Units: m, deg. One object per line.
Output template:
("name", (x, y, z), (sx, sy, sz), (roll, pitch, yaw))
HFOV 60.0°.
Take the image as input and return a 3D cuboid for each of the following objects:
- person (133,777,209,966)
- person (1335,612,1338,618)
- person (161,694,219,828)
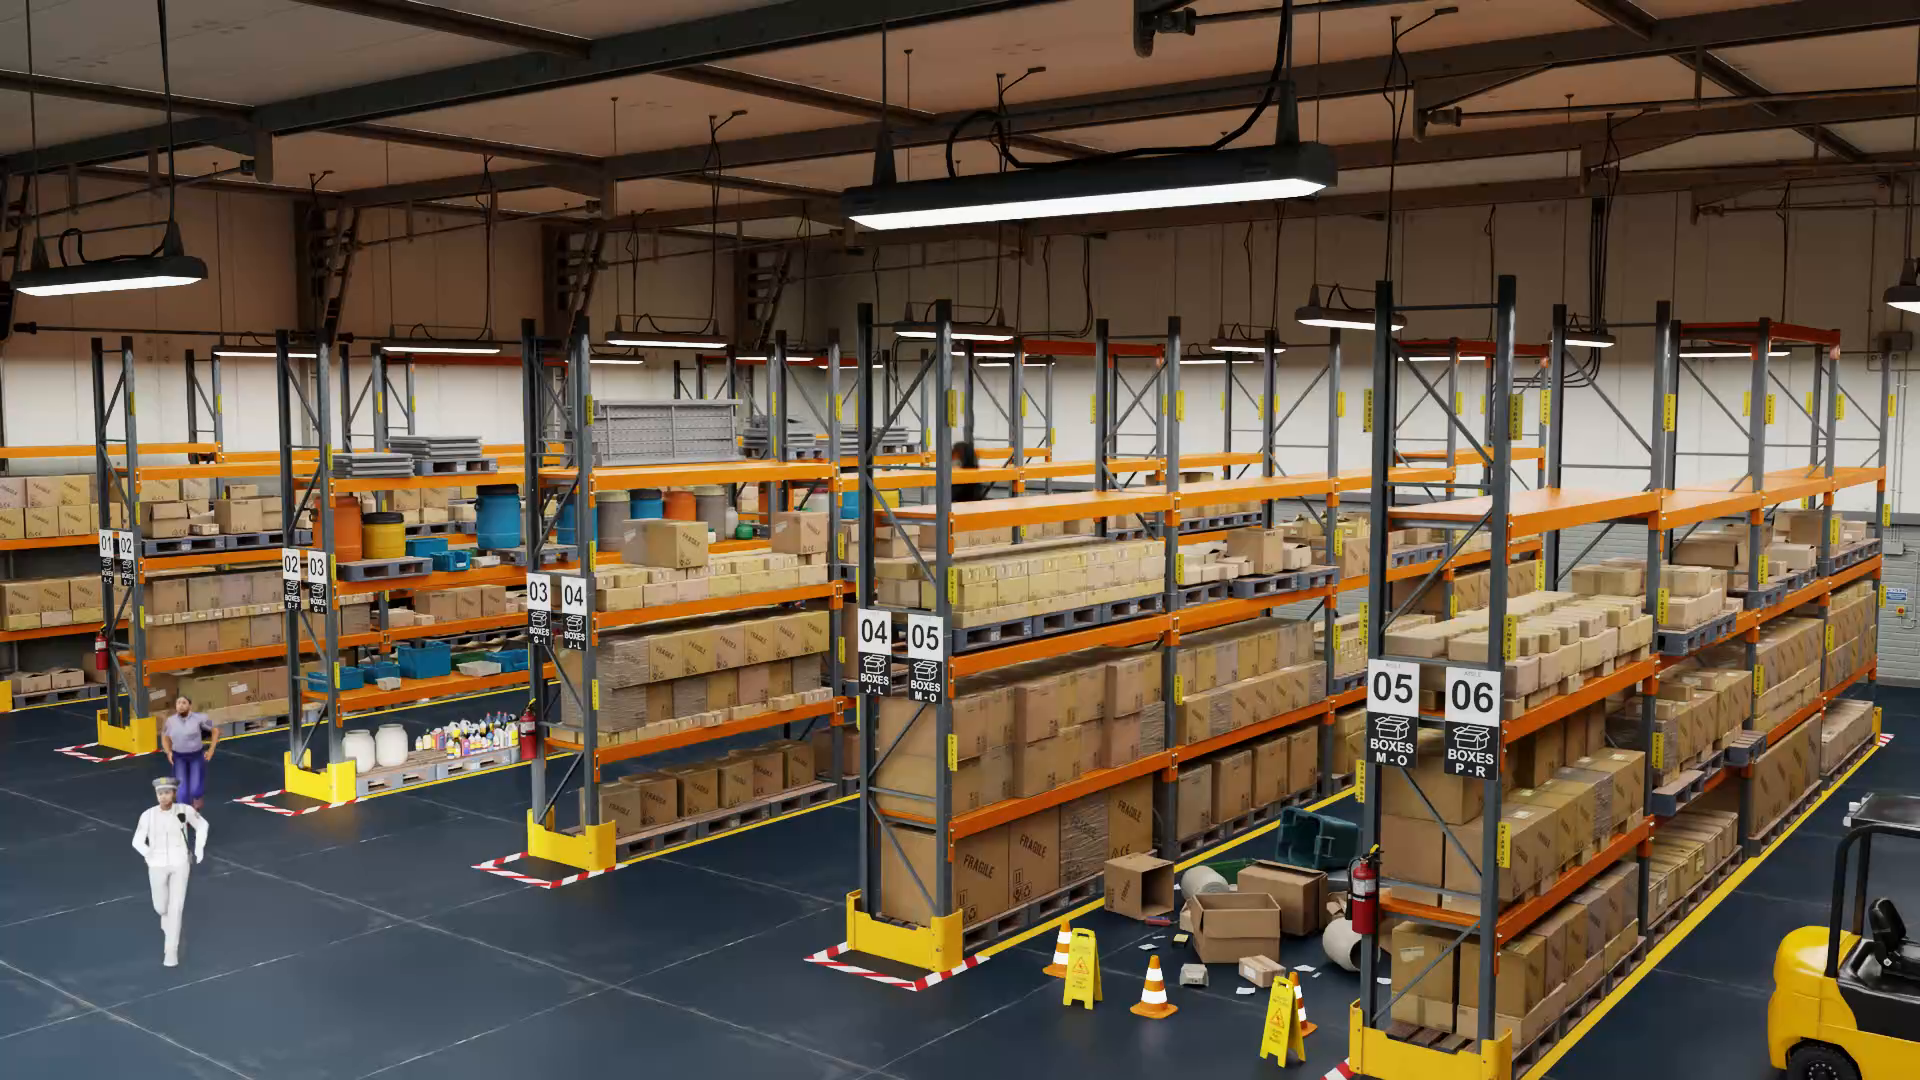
("person", (-7.273, 2.995, 15.332), (0.630, 1.661, 0.938), (-2, 5, -20))
("person", (6.023, 1.960, 26.795), (0.936, 1.652, 0.566), (-5, 7, -43))
("person", (-9.241, 2.646, 19.968), (0.629, 1.612, 0.623), (-1, 5, -12))
